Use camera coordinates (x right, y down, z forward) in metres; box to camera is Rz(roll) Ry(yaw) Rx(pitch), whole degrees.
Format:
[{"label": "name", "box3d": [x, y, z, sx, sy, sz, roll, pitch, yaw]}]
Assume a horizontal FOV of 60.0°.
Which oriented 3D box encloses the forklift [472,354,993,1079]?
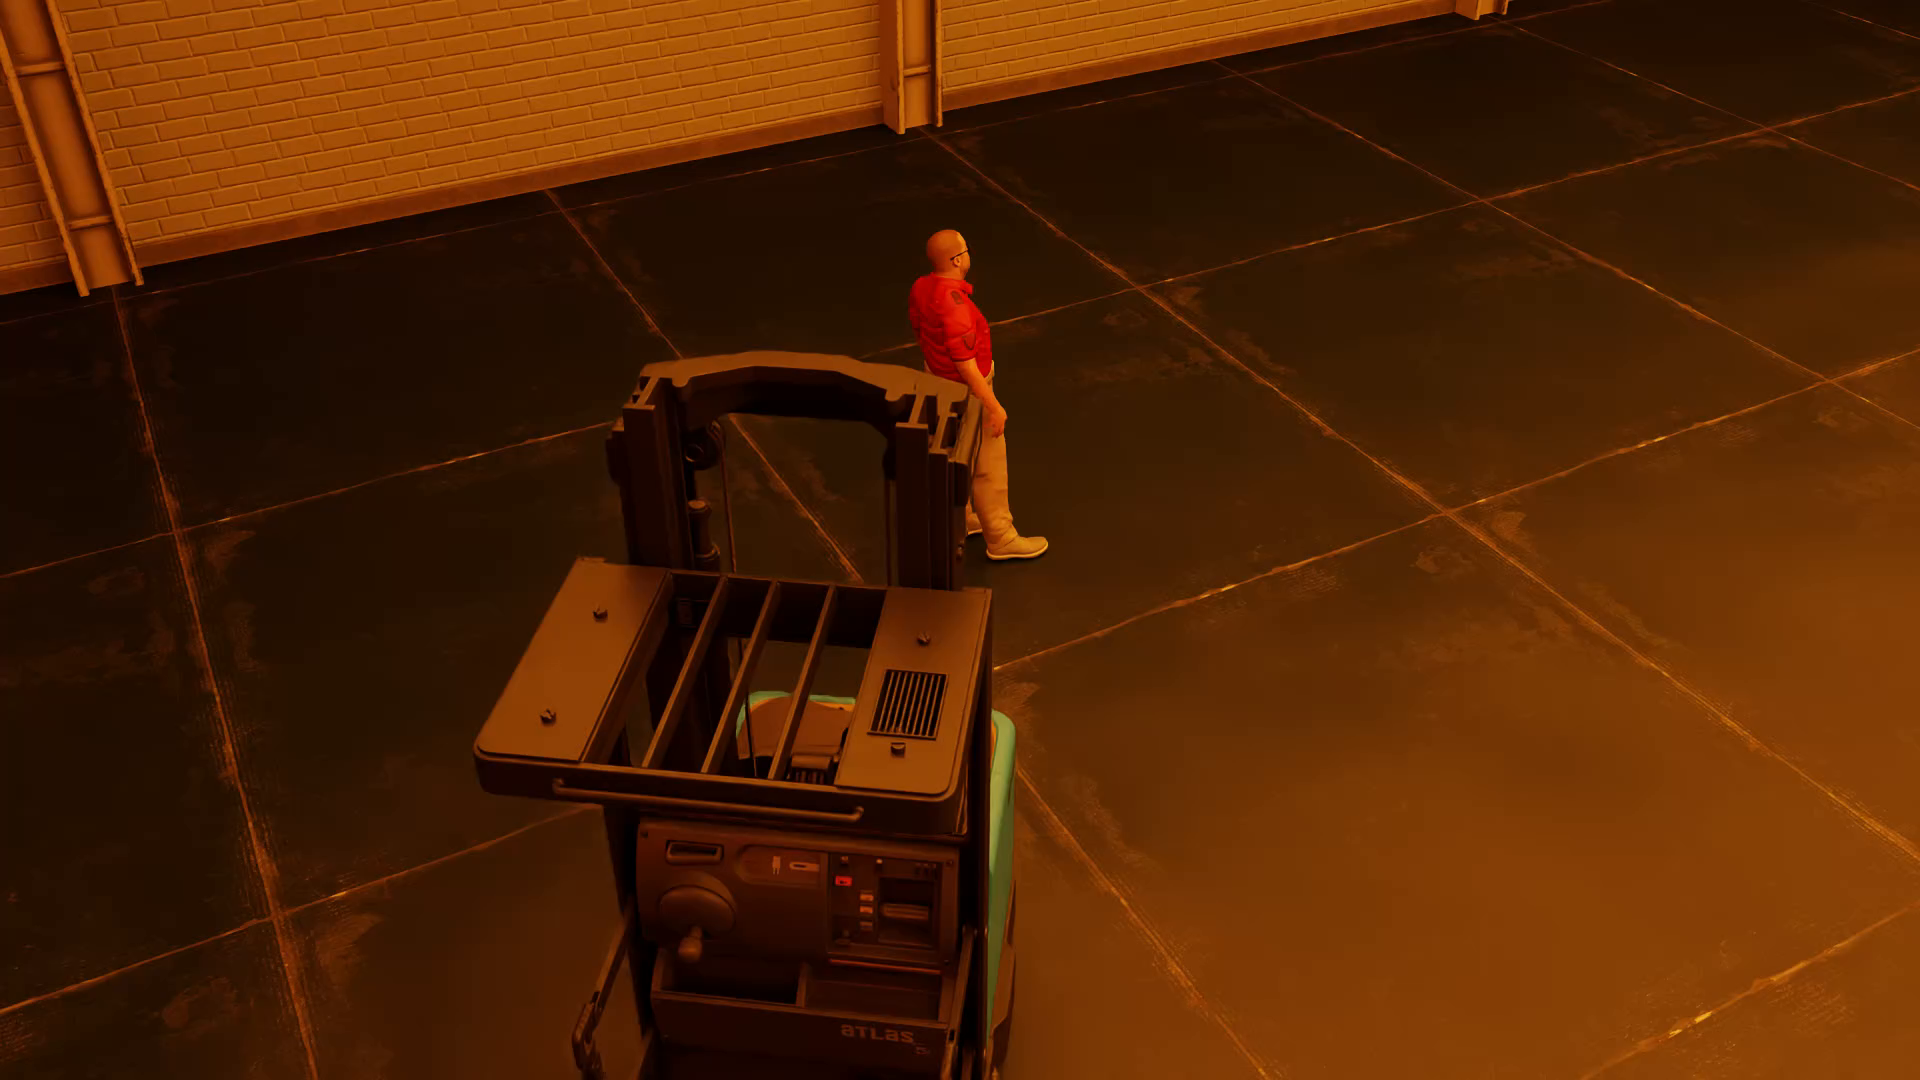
[{"label": "forklift", "box3d": [-0.497, 1.163, 4.533, 1.101, 2.867, 2.884, 4, 35, 6]}]
